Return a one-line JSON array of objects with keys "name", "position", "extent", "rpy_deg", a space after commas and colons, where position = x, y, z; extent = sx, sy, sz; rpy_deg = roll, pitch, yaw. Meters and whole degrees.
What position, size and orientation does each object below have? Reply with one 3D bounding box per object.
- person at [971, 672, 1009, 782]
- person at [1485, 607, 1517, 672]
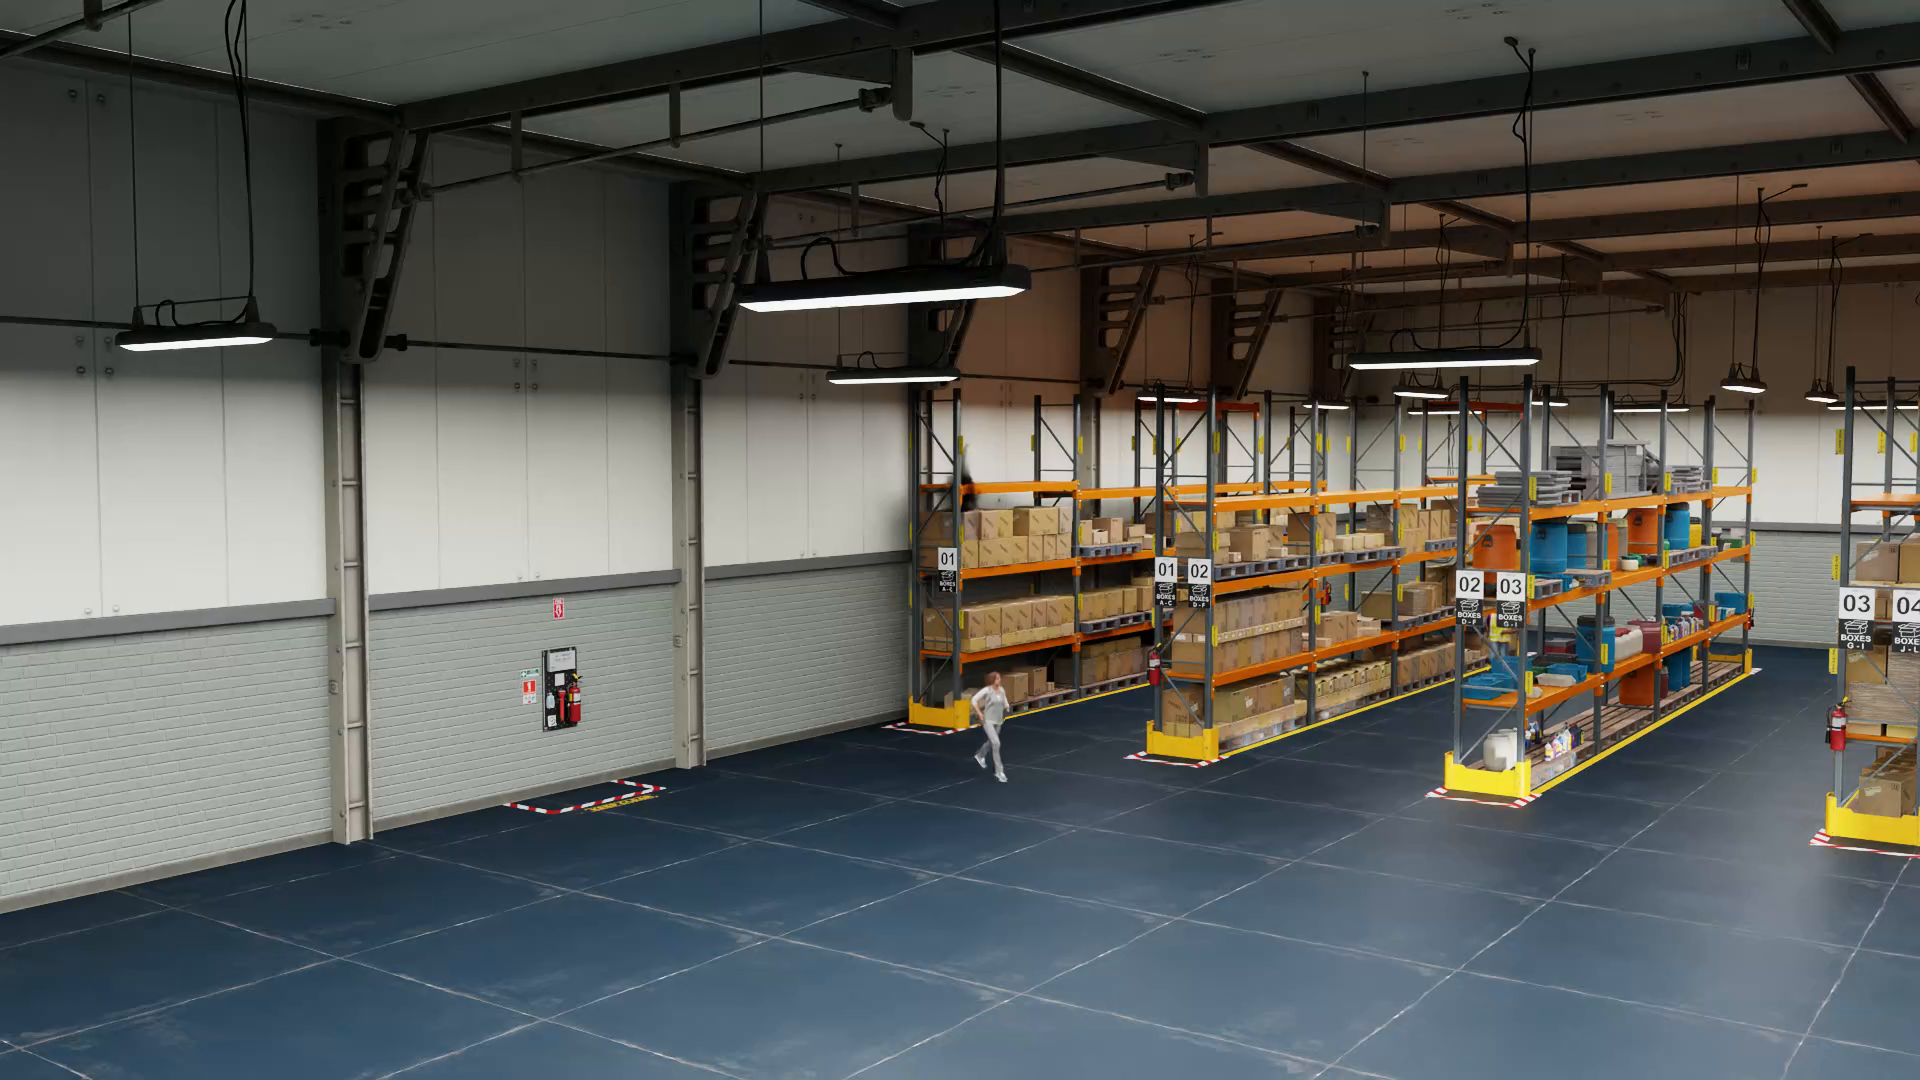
[{"name": "person", "position": [0.454, 2.773, 25.037], "extent": [0.563, 1.611, 0.891], "rpy_deg": [-3, 4, -38]}, {"name": "person", "position": [11.298, 2.137, 34.813], "extent": [0.675, 1.754, 0.689], "rpy_deg": [2, 4, 30]}]
